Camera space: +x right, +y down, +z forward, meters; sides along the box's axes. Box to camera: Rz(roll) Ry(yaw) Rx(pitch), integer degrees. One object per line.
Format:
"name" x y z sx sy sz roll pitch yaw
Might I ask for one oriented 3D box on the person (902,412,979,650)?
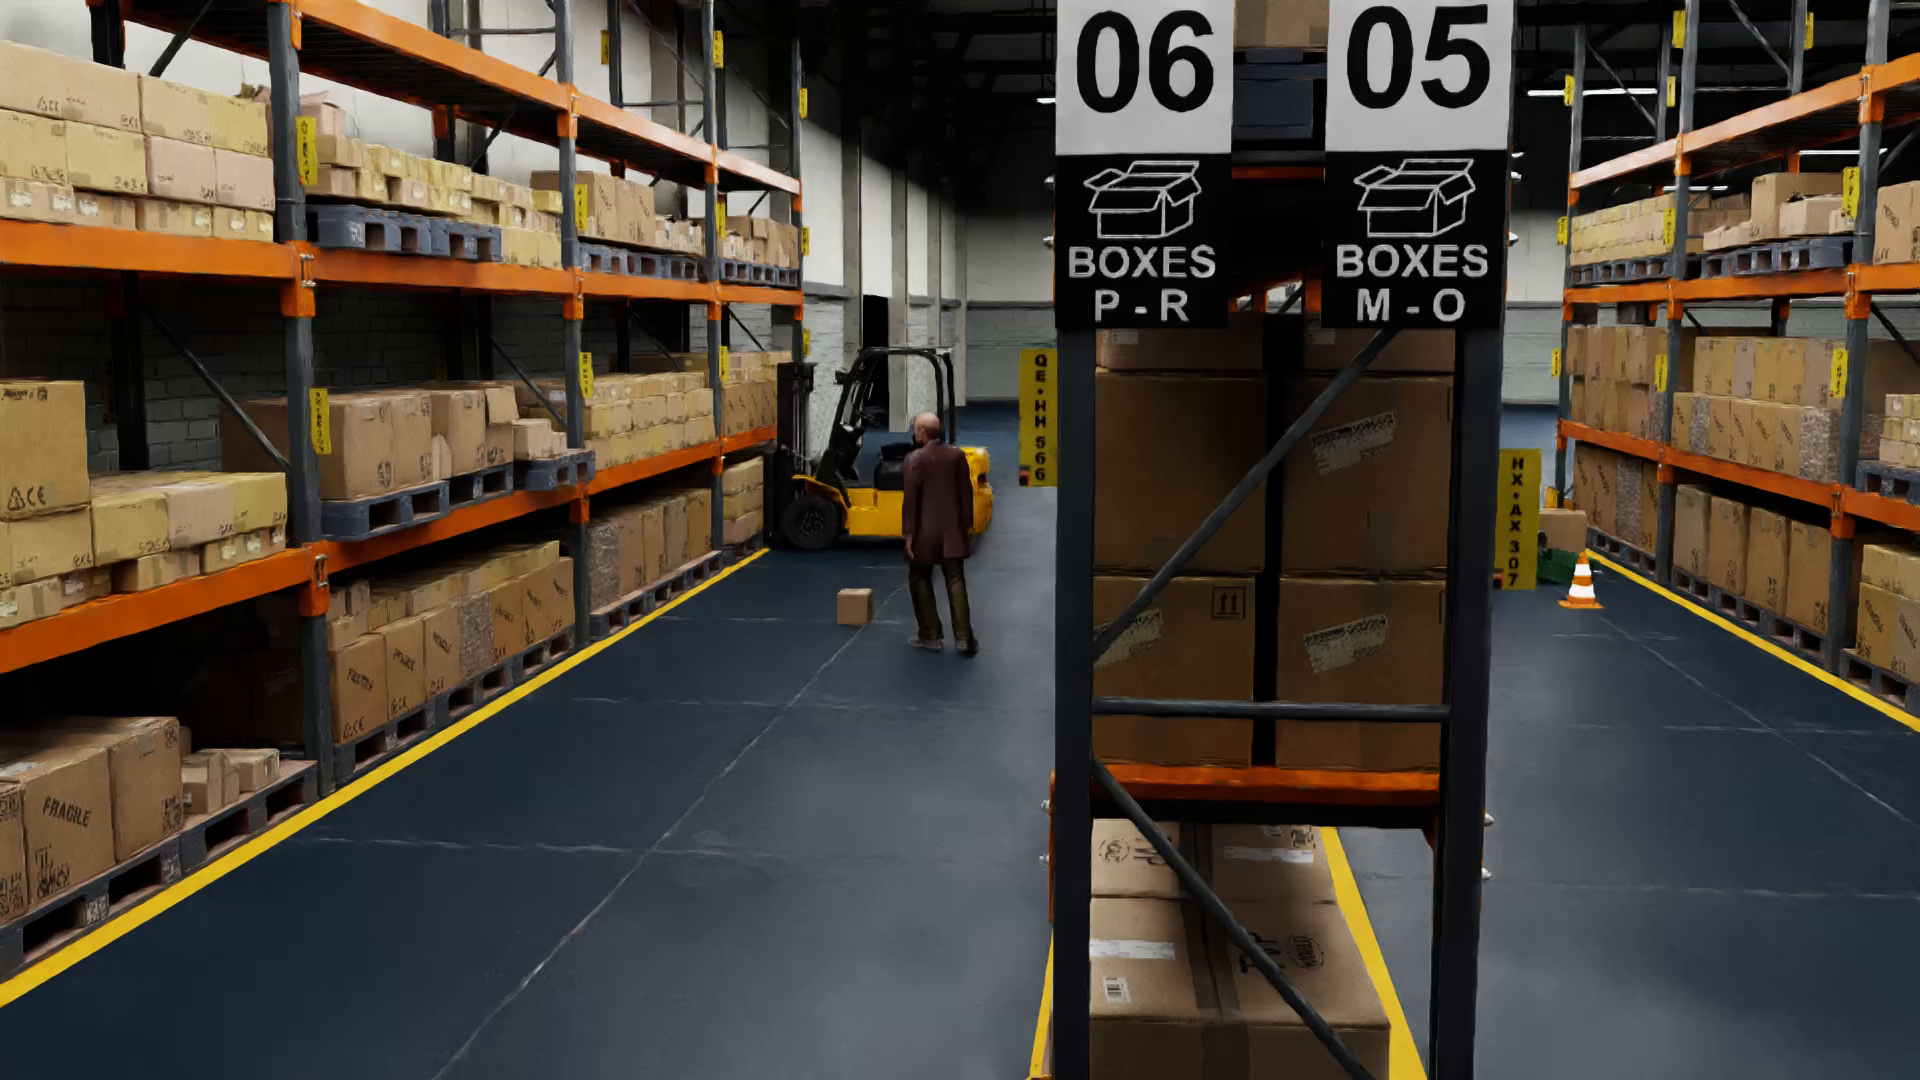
"person" -0.155 -0.062 12.326 0.611 1.769 0.626 -4 8 -27
